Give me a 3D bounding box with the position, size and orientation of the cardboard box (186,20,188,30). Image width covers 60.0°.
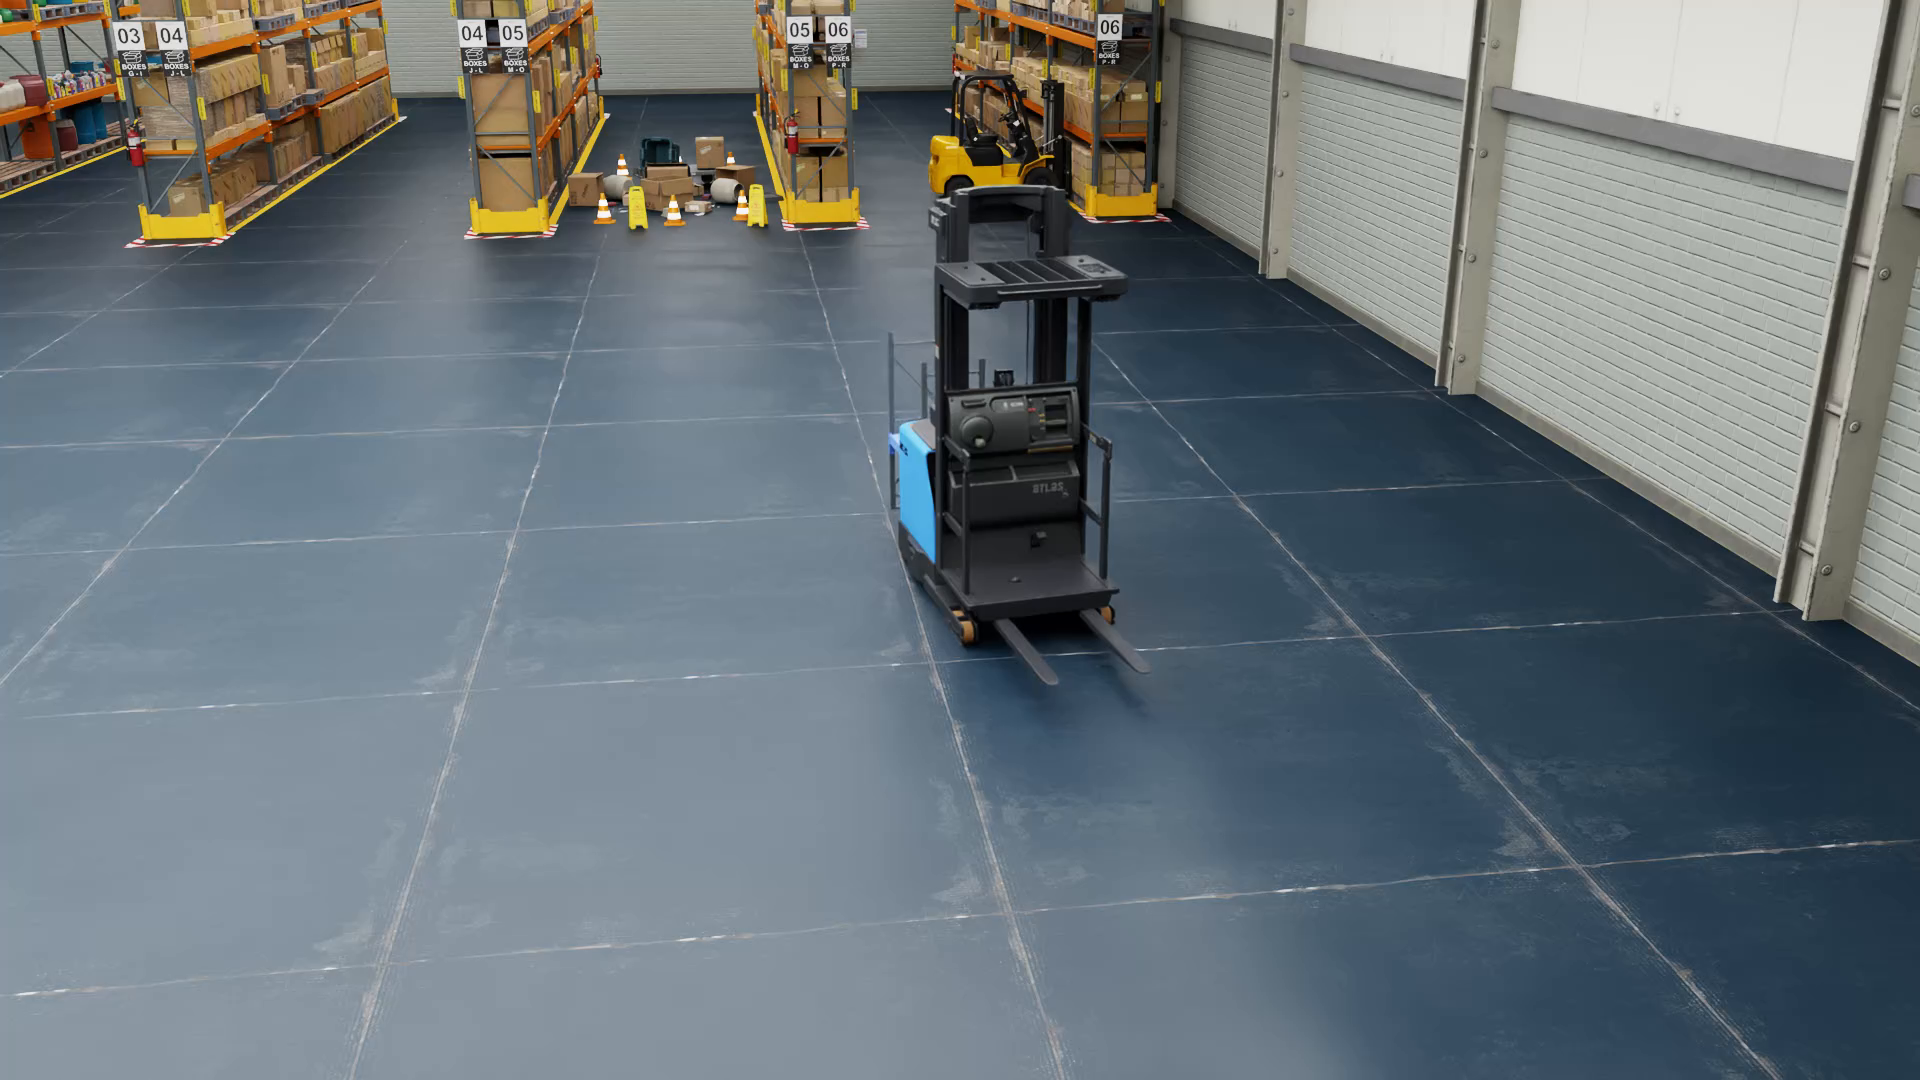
[{"bbox_3d":[-11.844,-7.734,24.993,0.380,0.149,0.250,-3,21,-8],"label":"cardboard box"}]

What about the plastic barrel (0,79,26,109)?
[{"bbox_3d":[-17.727,-8.332,31.078,0.421,0.512,0.421,0,20,0],"label":"plastic barrel"}]

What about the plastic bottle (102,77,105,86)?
[{"bbox_3d":[-18.243,-9.758,35.339,0.097,0.201,0.097,0,20,0],"label":"plastic bottle"}]

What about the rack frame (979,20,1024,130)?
[{"bbox_3d":[0.955,-11.011,38.411,1.000,3.000,0.127,-3,21,-8],"label":"rack frame"}]

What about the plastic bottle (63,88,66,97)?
[{"bbox_3d":[-17.905,-8.946,33.165,0.097,0.201,0.097,0,20,0],"label":"plastic bottle"}]

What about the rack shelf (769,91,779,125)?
[{"bbox_3d":[-3.091,-8.345,32.301,1.077,0.370,4.000,-3,21,-8],"label":"rack shelf"}]

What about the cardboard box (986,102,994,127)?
[{"bbox_3d":[0.889,-9.674,37.804,0.500,0.500,0.500,-3,21,-8],"label":"cardboard box"}]

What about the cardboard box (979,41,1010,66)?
[{"bbox_3d":[0.804,-11.076,37.841,0.700,0.500,0.500,-2,21,-6],"label":"cardboard box"}]

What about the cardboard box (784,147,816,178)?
[{"bbox_3d":[-2.744,-6.485,28.549,0.500,0.500,0.500,-3,21,-9],"label":"cardboard box"}]

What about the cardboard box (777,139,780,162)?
[{"bbox_3d":[-3.090,-7.626,32.504,0.950,0.372,0.625,-2,21,-6],"label":"cardboard box"}]

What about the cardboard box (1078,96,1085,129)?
[{"bbox_3d":[2.289,-7.241,28.172,0.500,0.500,0.500,-2,21,-6],"label":"cardboard box"}]

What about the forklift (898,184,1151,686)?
[{"bbox_3d":[0.437,-0.814,11.207,1.130,2.935,3.031,-6,21,-16],"label":"forklift"}]

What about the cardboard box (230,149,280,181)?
[{"bbox_3d":[-12.676,-6.739,29.915,0.700,0.500,0.500,-5,21,-12],"label":"cardboard box"}]

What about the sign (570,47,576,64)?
[{"bbox_3d":[-7.714,-9.662,33.143,0.100,0.325,0.005,-3,21,-8],"label":"sign"}]

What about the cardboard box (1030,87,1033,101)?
[{"bbox_3d":[1.658,-8.680,32.383,0.500,0.250,0.500,-3,21,-7],"label":"cardboard box"}]

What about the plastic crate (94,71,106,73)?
[{"bbox_3d":[-19.091,-10.283,36.769,0.437,0.125,0.590,-3,21,-8],"label":"plastic crate"}]

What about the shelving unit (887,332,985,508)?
[{"bbox_3d":[-0.201,-0.827,13.287,0.538,1.500,1.048,-6,21,-16],"label":"shelving unit"}]

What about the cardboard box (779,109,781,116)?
[{"bbox_3d":[-3.075,-7.747,30.030,0.380,0.149,0.250,-3,21,-8],"label":"cardboard box"}]

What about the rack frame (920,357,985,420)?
[{"bbox_3d":[-0.055,-0.657,12.831,0.500,1.500,0.032,-6,21,-16],"label":"rack frame"}]

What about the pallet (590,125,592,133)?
[{"bbox_3d":[-8.972,-9.399,38.081,1.003,0.211,1.213,-3,21,-8],"label":"pallet"}]

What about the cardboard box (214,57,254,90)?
[{"bbox_3d":[-12.199,-7.830,27.895,0.500,0.500,0.500,-3,21,-8],"label":"cardboard box"}]

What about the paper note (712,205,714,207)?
[{"bbox_3d":[-4.306,-5.737,28.550,0.148,0.019,0.142,4,21,11],"label":"paper note"}]

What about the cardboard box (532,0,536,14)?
[{"bbox_3d":[-7.073,-8.568,26.630,0.500,0.250,0.500,-3,21,-8],"label":"cardboard box"}]

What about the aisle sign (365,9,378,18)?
[{"bbox_3d":[-14.053,-12.903,39.759,0.394,0.787,0.004,-3,21,-8],"label":"aisle sign"}]

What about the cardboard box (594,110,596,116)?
[{"bbox_3d":[-8.897,-10.200,39.712,0.380,0.149,0.250,-4,21,-10],"label":"cardboard box"}]

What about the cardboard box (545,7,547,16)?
[{"bbox_3d":[-7.281,-9.039,28.459,0.380,0.149,0.250,-3,21,-7],"label":"cardboard box"}]

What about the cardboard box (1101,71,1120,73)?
[{"bbox_3d":[2.606,-8.191,29.365,0.380,0.149,0.250,-3,21,-8],"label":"cardboard box"}]

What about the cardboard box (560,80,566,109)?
[{"bbox_3d":[-7.639,-8.296,30.997,0.500,0.500,0.500,-3,21,-8],"label":"cardboard box"}]

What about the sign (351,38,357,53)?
[{"bbox_3d":[-13.227,-10.796,36.293,0.100,0.325,0.005,-3,21,-8],"label":"sign"}]

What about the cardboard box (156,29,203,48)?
[{"bbox_3d":[-11.846,-7.620,25.258,0.500,0.250,0.500,-2,21,-6],"label":"cardboard box"}]

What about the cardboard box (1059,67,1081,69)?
[{"bbox_3d":[2.006,-8.521,30.248,0.380,0.149,0.250,-3,21,-7],"label":"cardboard box"}]

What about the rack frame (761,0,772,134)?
[{"bbox_3d":[-3.956,-10.760,37.737,1.000,3.000,0.127,-3,21,-8],"label":"rack frame"}]

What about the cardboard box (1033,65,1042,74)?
[{"bbox_3d":[1.626,-9.140,32.331,0.380,0.149,0.250,-3,21,-7],"label":"cardboard box"}]

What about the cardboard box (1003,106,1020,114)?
[{"bbox_3d":[1.140,-9.207,35.626,0.380,0.149,0.250,-4,21,-11],"label":"cardboard box"}]

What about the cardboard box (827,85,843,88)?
[{"bbox_3d":[-2.254,-7.500,28.442,0.500,0.500,0.500,-3,21,-9],"label":"cardboard box"}]

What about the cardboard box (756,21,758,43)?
[{"bbox_3d":[-4.664,-12.301,40.291,0.500,0.500,0.500,-3,21,-9],"label":"cardboard box"}]

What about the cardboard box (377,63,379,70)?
[{"bbox_3d":[-13.813,-11.067,38.919,0.380,0.149,0.250,-3,21,-9],"label":"cardboard box"}]

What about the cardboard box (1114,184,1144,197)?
[{"bbox_3d":[2.808,-5.945,28.176,0.500,0.250,0.500,-3,21,-8],"label":"cardboard box"}]

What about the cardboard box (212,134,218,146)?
[{"bbox_3d":[-11.876,-6.273,26.083,0.380,0.149,0.250,-3,21,-8],"label":"cardboard box"}]

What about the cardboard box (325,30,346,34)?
[{"bbox_3d":[-14.384,-11.533,38.526,0.500,0.500,0.500,-3,21,-9],"label":"cardboard box"}]

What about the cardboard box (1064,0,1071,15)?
[{"bbox_3d":[2.022,-9.298,28.986,0.396,0.266,0.258,-3,21,-9],"label":"cardboard box"}]

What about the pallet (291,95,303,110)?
[{"bbox_3d":[-12.860,-8.102,30.895,1.003,0.211,1.213,-3,21,-8],"label":"pallet"}]

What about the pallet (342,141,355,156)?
[{"bbox_3d":[-13.397,-8.267,35.048,1.003,0.211,1.213,-3,21,-8],"label":"pallet"}]

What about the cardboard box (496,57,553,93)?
[{"bbox_3d":[-7.473,-7.967,28.503,0.875,0.550,0.550,-3,21,-8],"label":"cardboard box"}]

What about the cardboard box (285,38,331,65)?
[{"bbox_3d":[-13.470,-10.103,34.403,0.797,0.503,0.637,-2,21,-6],"label":"cardboard box"}]

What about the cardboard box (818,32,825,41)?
[{"bbox_3d":[-2.079,-8.110,26.715,0.380,0.149,0.250,-4,21,-9],"label":"cardboard box"}]

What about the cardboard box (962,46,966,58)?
[{"bbox_3d":[0.327,-11.945,40.699,0.500,0.250,0.500,-3,21,-9],"label":"cardboard box"}]

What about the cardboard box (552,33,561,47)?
[{"bbox_3d":[-9.175,-11.279,37.130,0.500,0.500,0.500,-4,21,-10],"label":"cardboard box"}]

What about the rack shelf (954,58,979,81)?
[{"bbox_3d":[0.667,-11.367,40.391,1.077,0.370,4.000,-3,21,-8],"label":"rack shelf"}]

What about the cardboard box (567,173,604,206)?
[{"bbox_3d":[-6.447,-6.050,28.695,0.500,0.500,0.500,1,20,2],"label":"cardboard box"}]

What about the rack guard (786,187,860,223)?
[{"bbox_3d":[-2.237,-5.460,27.121,1.175,0.500,0.348,-3,21,-8],"label":"rack guard"}]

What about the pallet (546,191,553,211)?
[{"bbox_3d":[-7.475,-5.708,28.198,1.003,0.211,1.213,-3,21,-8],"label":"pallet"}]
